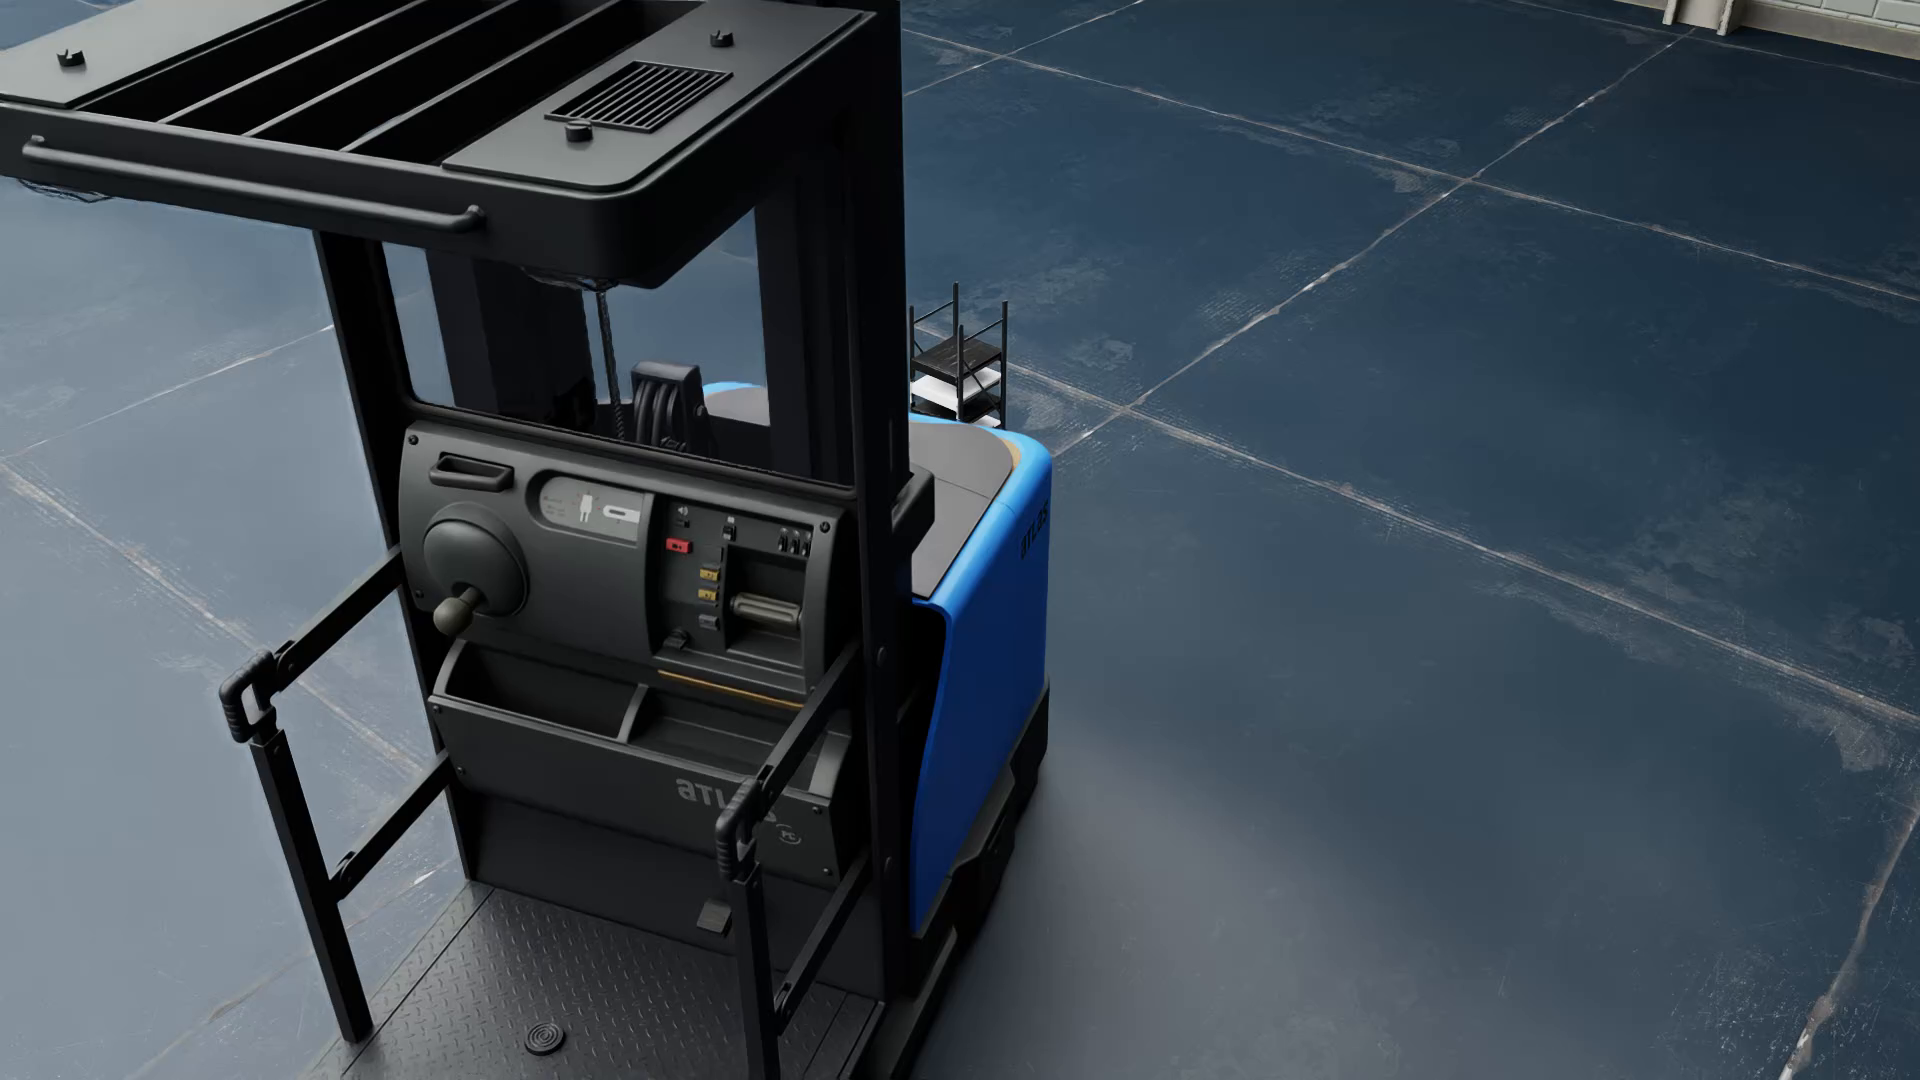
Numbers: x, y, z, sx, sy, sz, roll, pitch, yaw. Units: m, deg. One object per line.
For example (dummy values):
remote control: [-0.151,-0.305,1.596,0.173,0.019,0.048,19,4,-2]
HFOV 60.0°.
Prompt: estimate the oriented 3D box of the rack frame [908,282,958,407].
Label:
rack frame: [-0.084,-0.411,5.553,0.006,0.900,0.240,25,42,32]

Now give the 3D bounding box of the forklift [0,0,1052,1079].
forklift: [-0.738,0.103,3.011,1.130,2.935,3.031,12,36,17]

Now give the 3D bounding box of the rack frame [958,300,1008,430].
rack frame: [0.072,-0.337,5.446,0.006,0.900,0.240,25,42,32]

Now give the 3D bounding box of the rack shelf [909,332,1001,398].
rack shelf: [-0.006,-0.569,5.366,0.200,0.077,0.258,25,42,32]

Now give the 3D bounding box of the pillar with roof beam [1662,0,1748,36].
pillar with roof beam: [1.931,-5.097,5.222,0.400,9.000,9.100,25,42,32]

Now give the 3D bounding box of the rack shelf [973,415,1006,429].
rack shelf: [-0.006,-0.346,5.518,0.200,0.077,0.258,25,42,32]

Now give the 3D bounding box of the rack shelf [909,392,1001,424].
rack shelf: [-0.006,-0.421,5.467,0.200,0.077,0.258,25,42,32]

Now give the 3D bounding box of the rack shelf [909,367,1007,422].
rack shelf: [-0.006,-0.495,5.417,0.200,0.077,0.258,25,42,32]

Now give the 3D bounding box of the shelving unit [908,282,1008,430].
shelving unit: [-0.006,-0.374,5.500,0.210,0.900,0.258,25,42,32]
